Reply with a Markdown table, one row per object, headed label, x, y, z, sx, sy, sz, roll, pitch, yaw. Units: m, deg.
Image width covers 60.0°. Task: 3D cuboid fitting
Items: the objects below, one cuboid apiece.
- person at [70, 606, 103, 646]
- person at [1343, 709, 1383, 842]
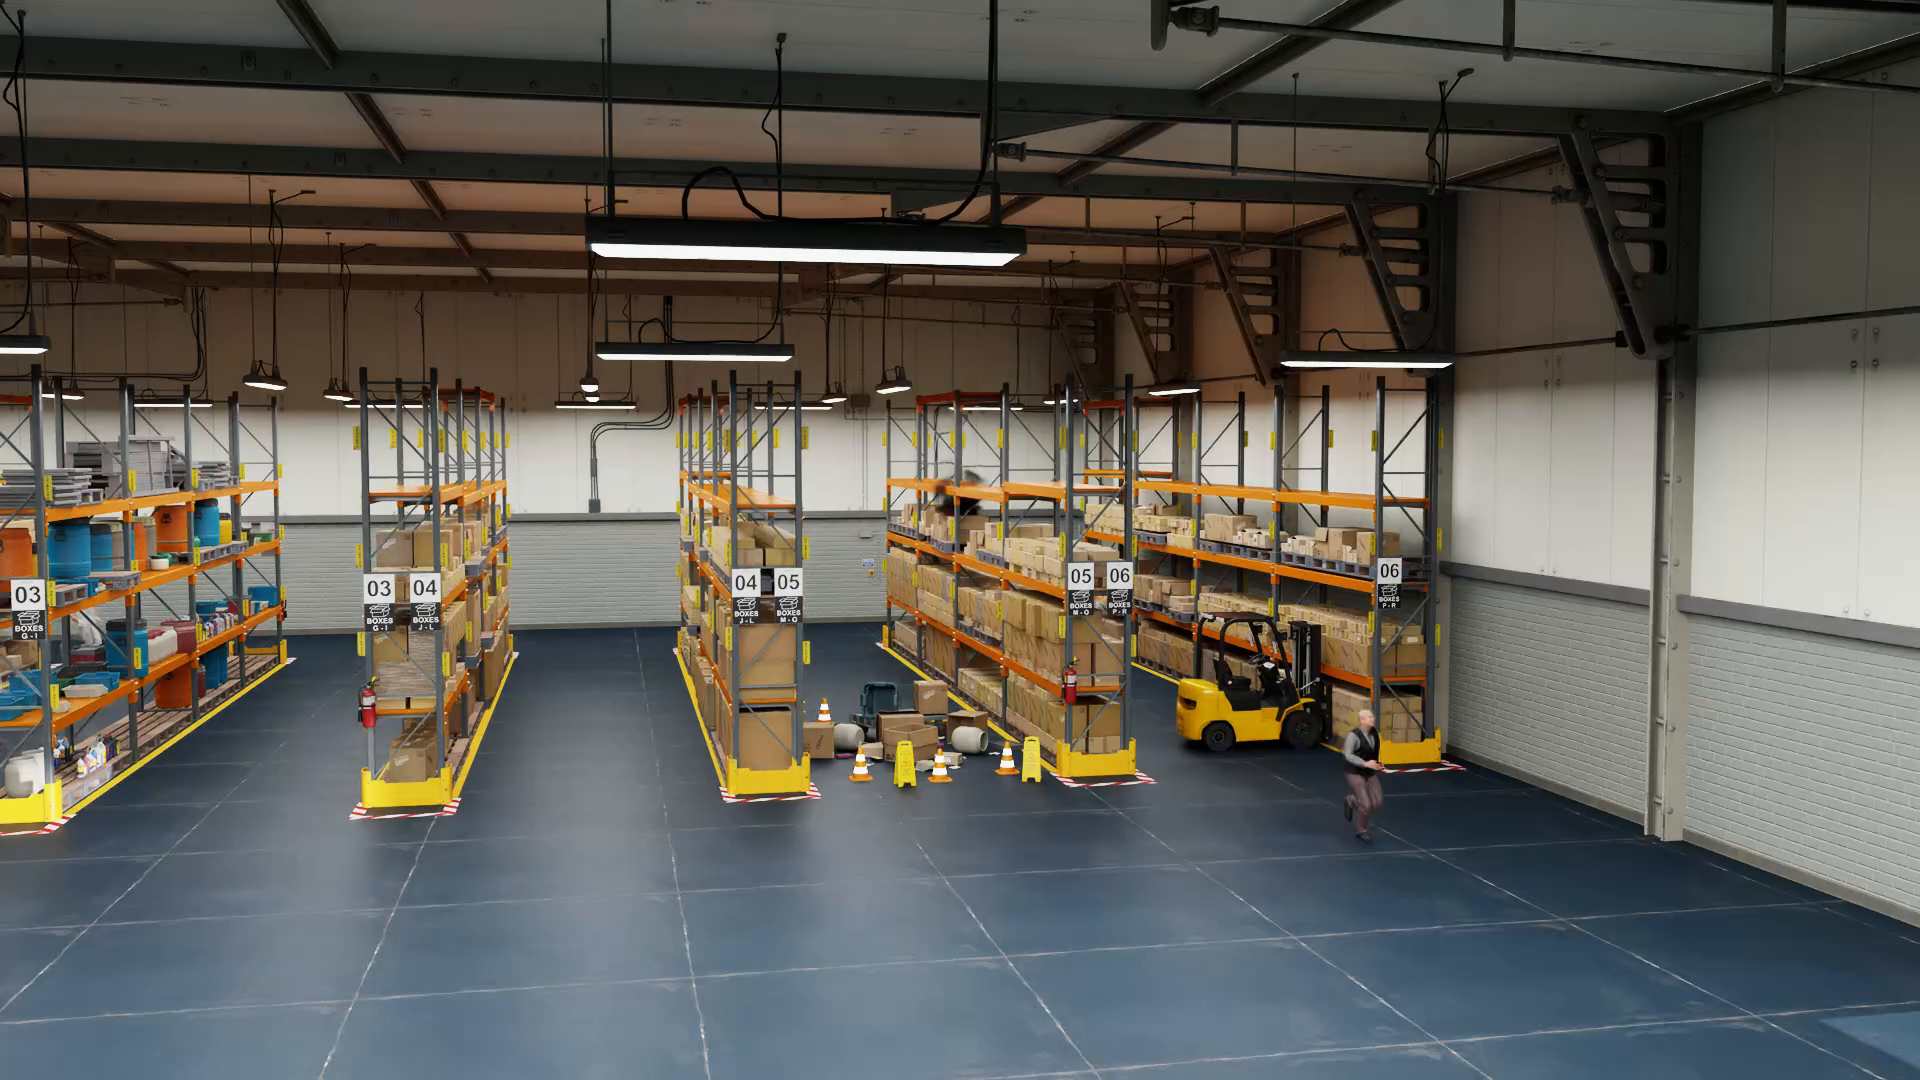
| label | x | y | z | sx | sy | sz | roll | pitch | yaw |
| --- | --- | --- | --- | --- | --- | --- | --- | --- | --- |
| person | -19.480 | 1.930 | 37.113 | 0.752 | 1.763 | 0.718 | 2 | 4 | 28 |
| person | 5.059 | 2.981 | 20.845 | 0.696 | 1.600 | 0.675 | -2 | 4 | -36 |
